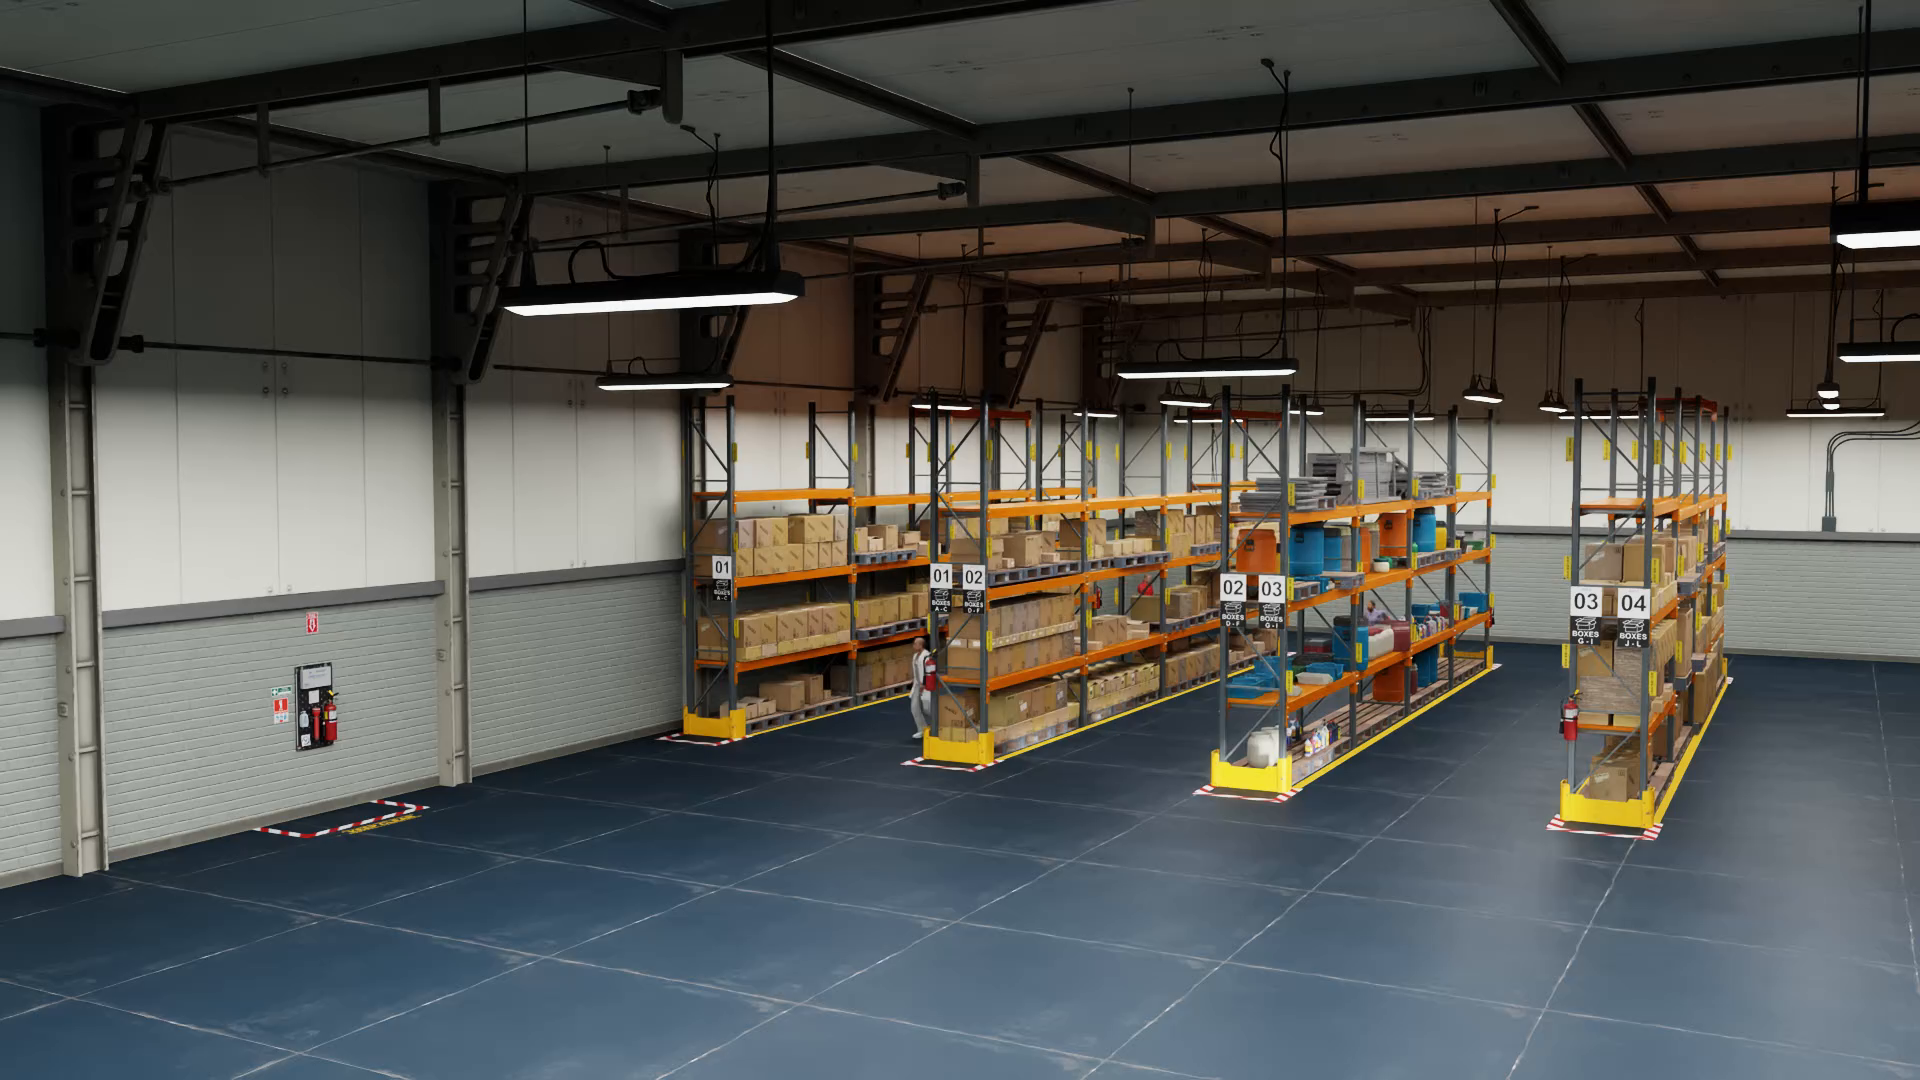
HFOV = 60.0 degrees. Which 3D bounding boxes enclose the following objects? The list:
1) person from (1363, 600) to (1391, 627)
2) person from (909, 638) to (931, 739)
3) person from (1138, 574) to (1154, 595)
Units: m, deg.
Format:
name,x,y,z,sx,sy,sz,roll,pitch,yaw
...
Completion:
name,x,y,z,sx,sy,sz,roll,pitch,yaw
person,9.748,2.182,38.896,0.659,1.548,0.741,2,4,39
person,-0.598,2.690,29.338,0.636,1.558,0.731,3,4,43
person,4.983,1.769,44.866,0.588,1.717,0.640,-3,4,-41
